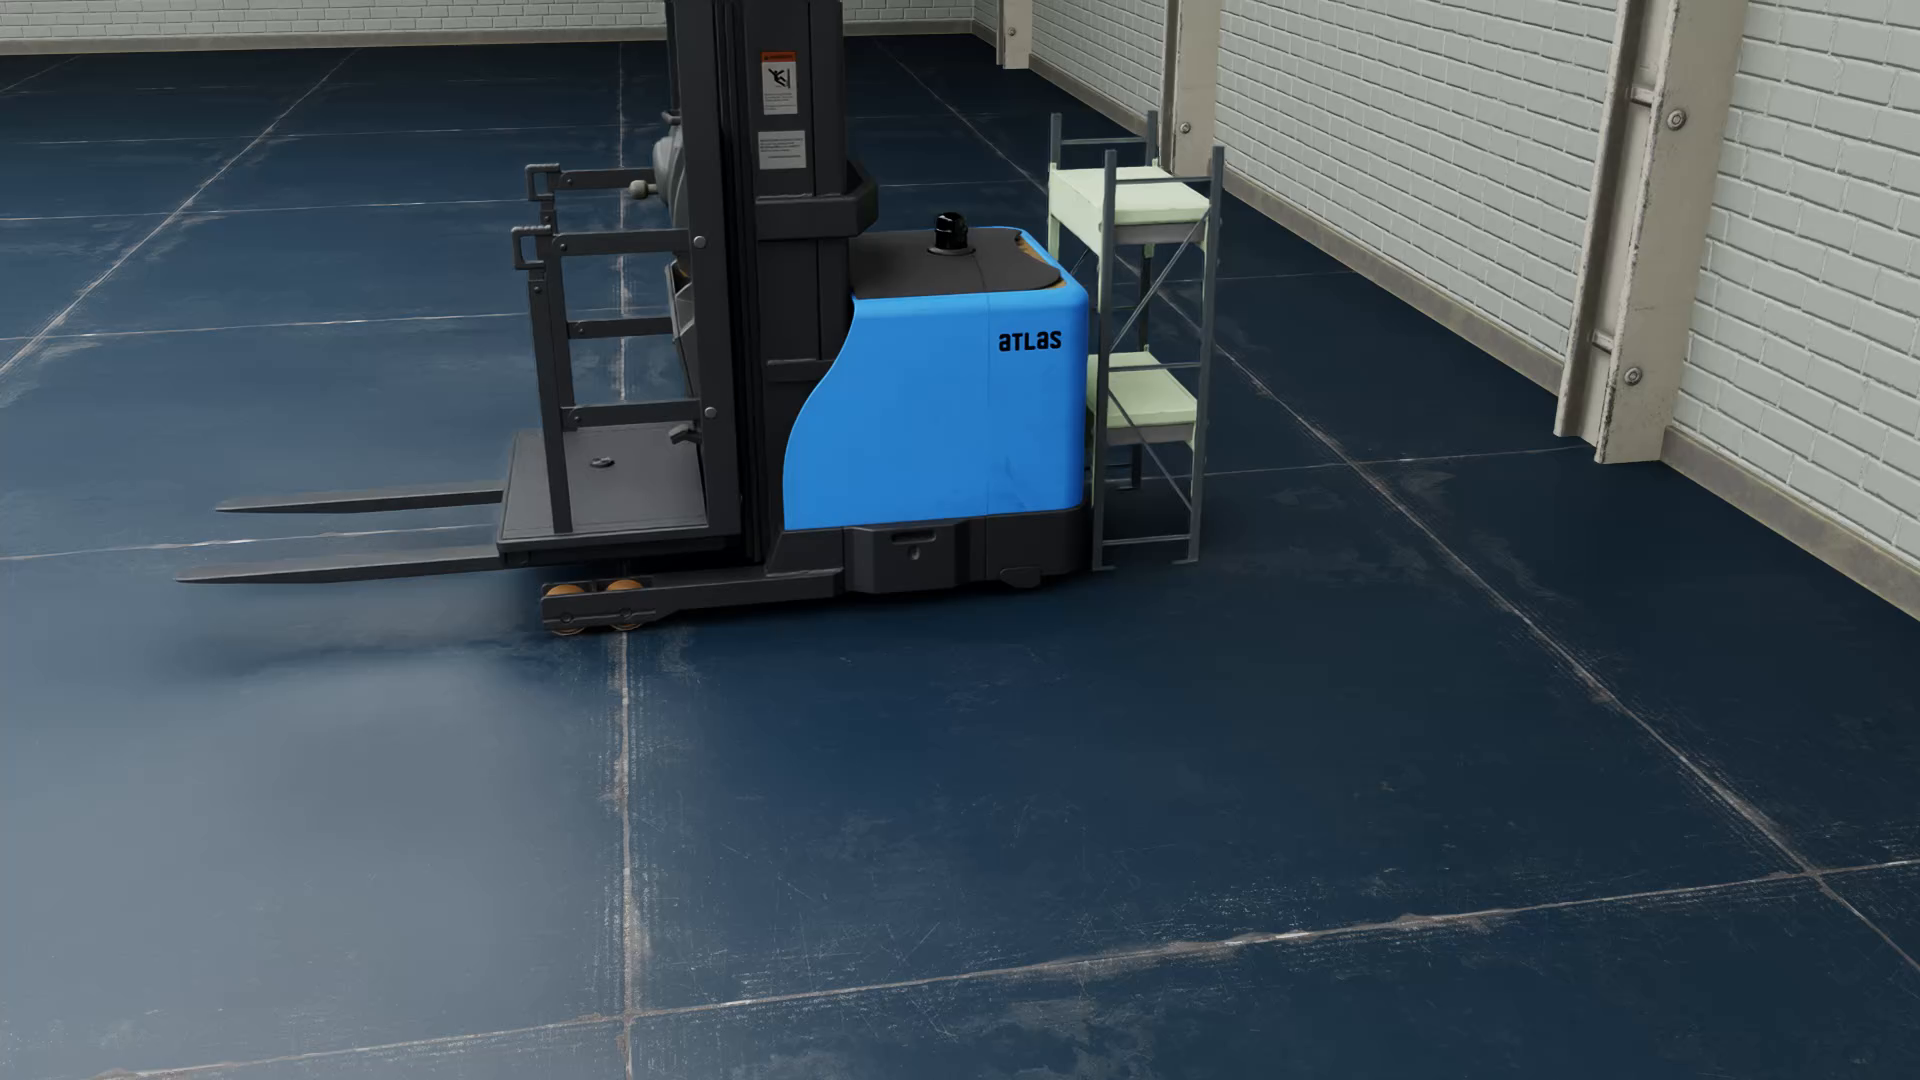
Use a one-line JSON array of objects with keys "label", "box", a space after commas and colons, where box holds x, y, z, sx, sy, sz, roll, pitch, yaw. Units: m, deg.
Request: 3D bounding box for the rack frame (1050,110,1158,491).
[{"label": "rack frame", "box": [0.531, -0.881, 6.393, 0.400, 1.500, 0.023, -4, 24, -10]}]

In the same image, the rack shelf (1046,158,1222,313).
[{"label": "rack shelf", "box": [0.601, -1.095, 5.907, 0.431, 0.370, 0.720, -4, 24, -10]}]

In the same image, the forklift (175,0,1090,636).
[{"label": "forklift", "box": [-1.126, -1.256, 5.463, 3.031, 2.935, 1.130, -4, 24, -10]}]

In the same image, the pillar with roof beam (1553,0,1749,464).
[{"label": "pillar with roof beam", "box": [-1.428, -4.213, 4.654, 9.100, 9.000, 0.400, -4, 24, -10]}]

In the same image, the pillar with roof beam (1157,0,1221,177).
[{"label": "pillar with roof beam", "box": [-2.537, -6.573, 10.058, 9.100, 9.000, 0.400, -4, 24, -10]}]

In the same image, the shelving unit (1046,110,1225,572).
[{"label": "shelving unit", "box": [0.601, -0.737, 6.064, 0.431, 1.500, 0.755, -4, 24, -10]}]

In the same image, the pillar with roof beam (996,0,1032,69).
[{"label": "pillar with roof beam", "box": [-3.647, -8.933, 15.461, 9.100, 9.000, 0.400, -4, 24, -10]}]

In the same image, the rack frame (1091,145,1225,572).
[{"label": "rack frame", "box": [0.671, -0.593, 5.734, 0.400, 1.500, 0.023, -4, 24, -10]}]

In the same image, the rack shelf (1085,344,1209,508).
[{"label": "rack shelf", "box": [0.601, -0.438, 6.194, 0.431, 0.370, 0.720, -4, 24, -10]}]
